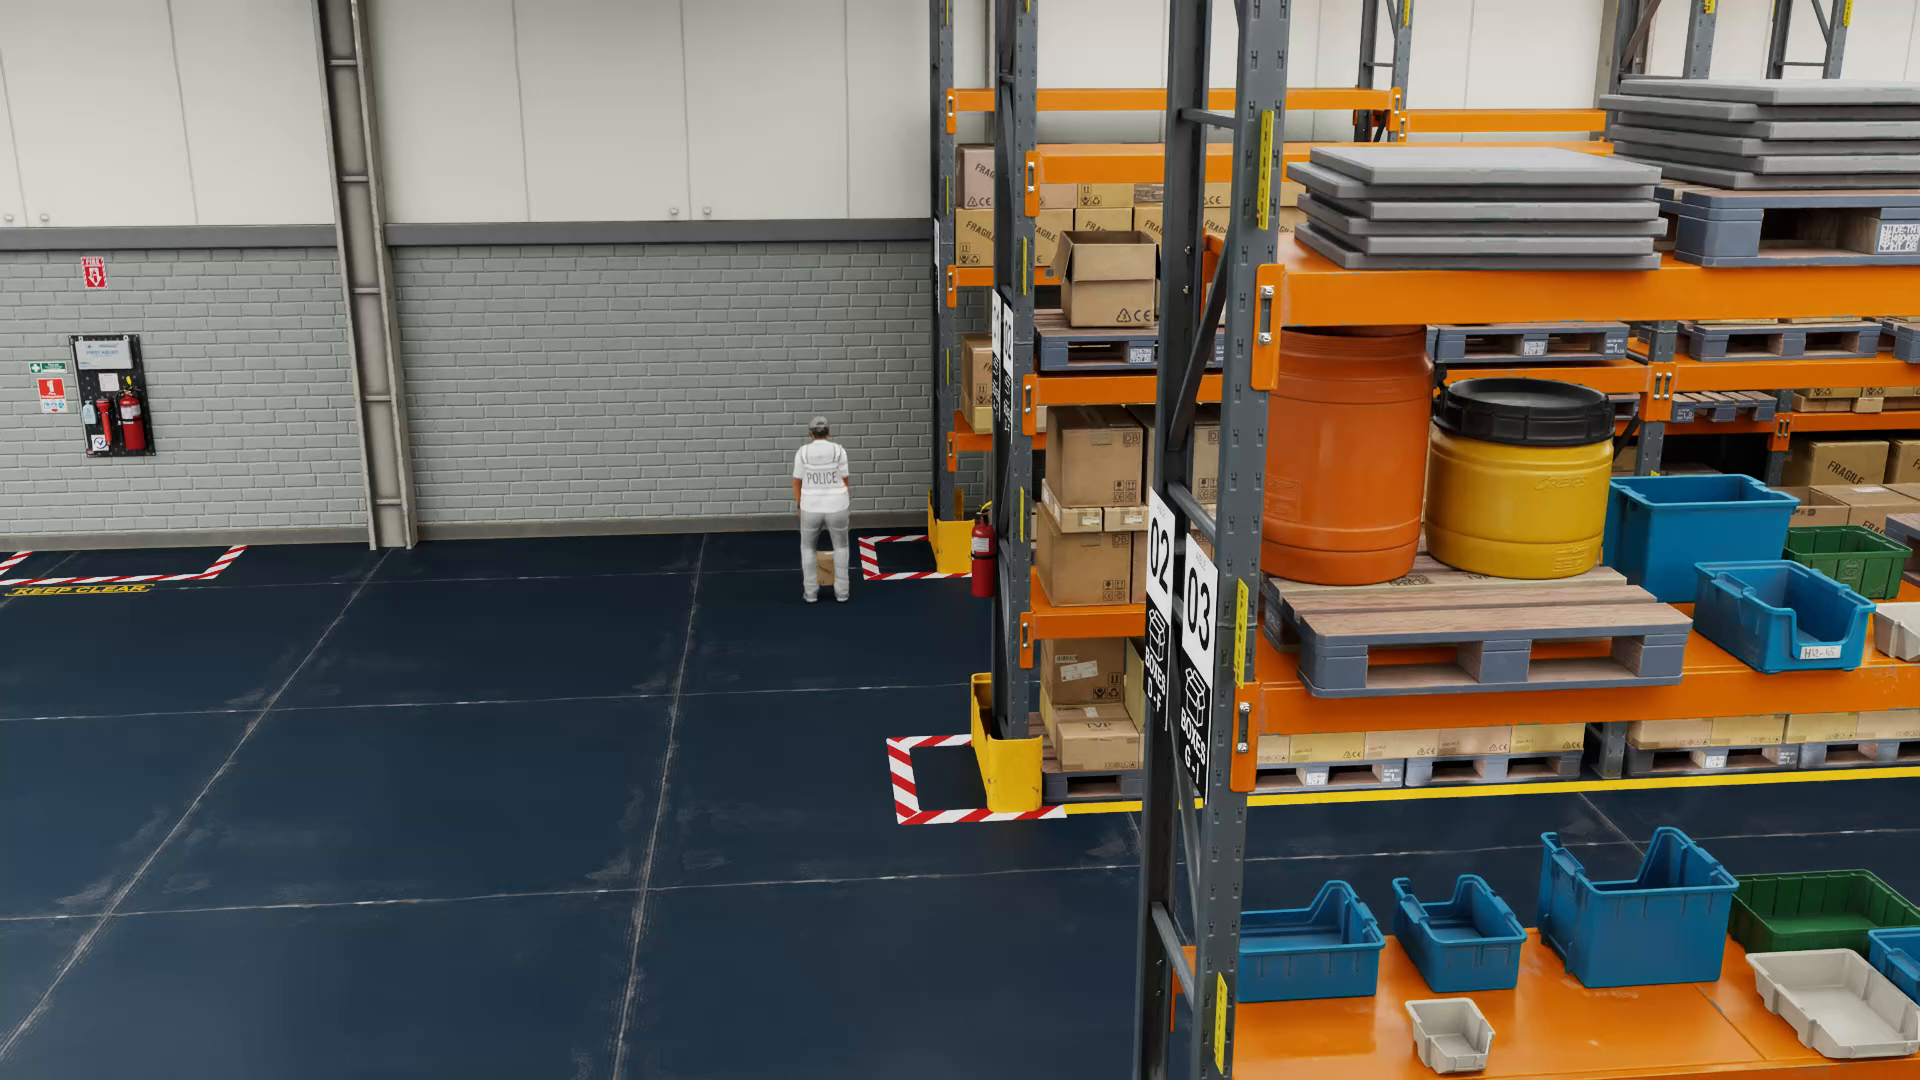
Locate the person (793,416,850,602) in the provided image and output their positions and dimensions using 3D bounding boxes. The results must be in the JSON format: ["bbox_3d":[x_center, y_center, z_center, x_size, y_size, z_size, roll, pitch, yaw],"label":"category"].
[{"bbox_3d":[-1.204,-0.258,14.464,0.489,1.633,0.452,-1,17,-4],"label":"person"}]
